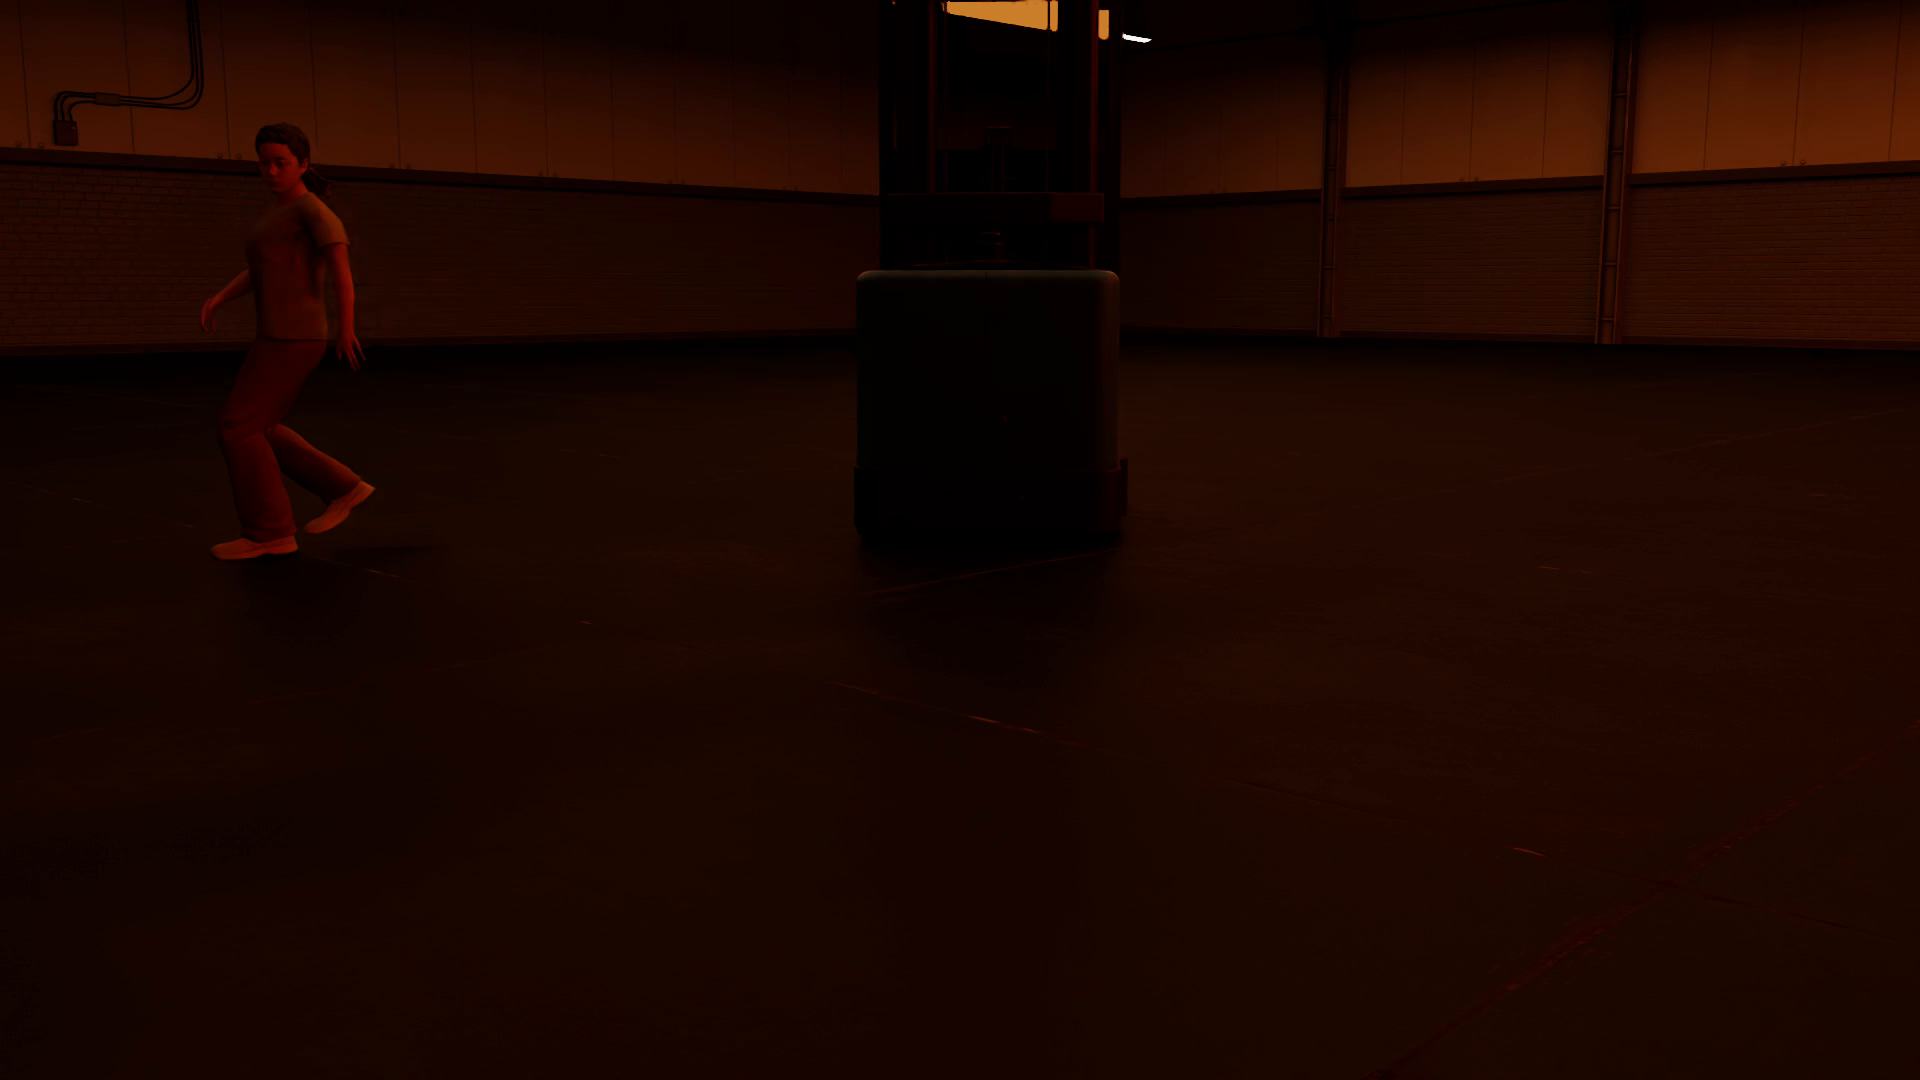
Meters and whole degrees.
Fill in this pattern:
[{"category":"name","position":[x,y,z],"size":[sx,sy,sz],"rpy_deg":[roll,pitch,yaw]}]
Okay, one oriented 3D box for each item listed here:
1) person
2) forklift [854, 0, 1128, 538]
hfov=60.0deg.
[{"category":"person","position":[-2.538,-0.744,6.251],"size":[0.610,1.621,0.607],"rpy_deg":[-4,9,-23]},{"category":"forklift","position":[0.196,-1.638,7.751],"size":[1.130,2.935,3.031],"rpy_deg":[1,9,4]}]
